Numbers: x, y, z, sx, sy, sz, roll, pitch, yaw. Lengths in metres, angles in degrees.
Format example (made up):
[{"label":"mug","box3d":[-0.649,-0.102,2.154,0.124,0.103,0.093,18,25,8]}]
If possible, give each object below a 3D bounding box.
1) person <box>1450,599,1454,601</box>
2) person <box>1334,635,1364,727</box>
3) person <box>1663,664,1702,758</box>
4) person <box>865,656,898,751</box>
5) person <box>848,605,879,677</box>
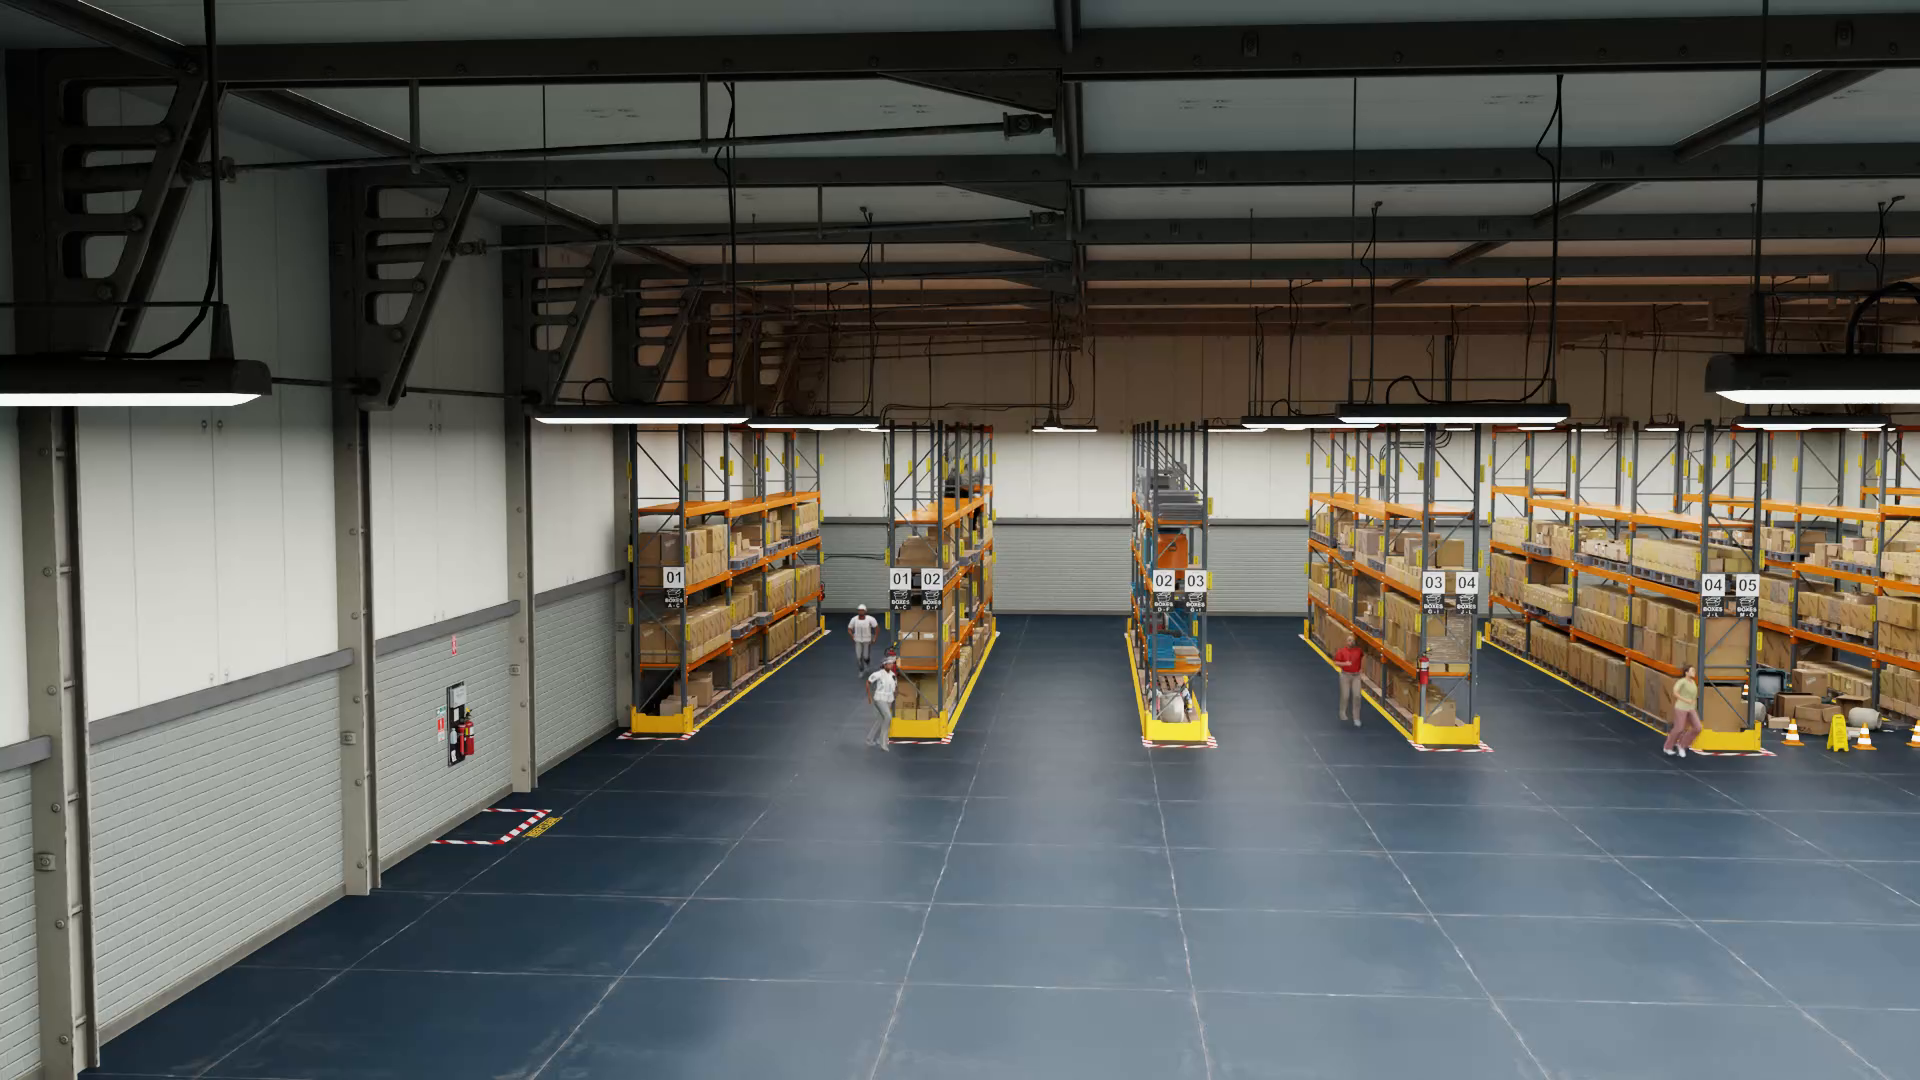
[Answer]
[{"label":"person","box3d":[13.682,1.899,46.832,0.906,1.713,0.778,-2,4,-29]},{"label":"person","box3d":[7.723,2.769,32.942,0.648,1.770,0.851,0,4,1]},{"label":"person","box3d":[12.889,3.023,29.539,0.603,1.644,0.626,-2,4,-24]},{"label":"person","box3d":[-1.396,2.967,30.452,0.687,1.679,0.592,3,5,43]},{"label":"person","box3d":[-2.291,2.381,39.276,0.736,1.719,0.605,0,4,3]}]
